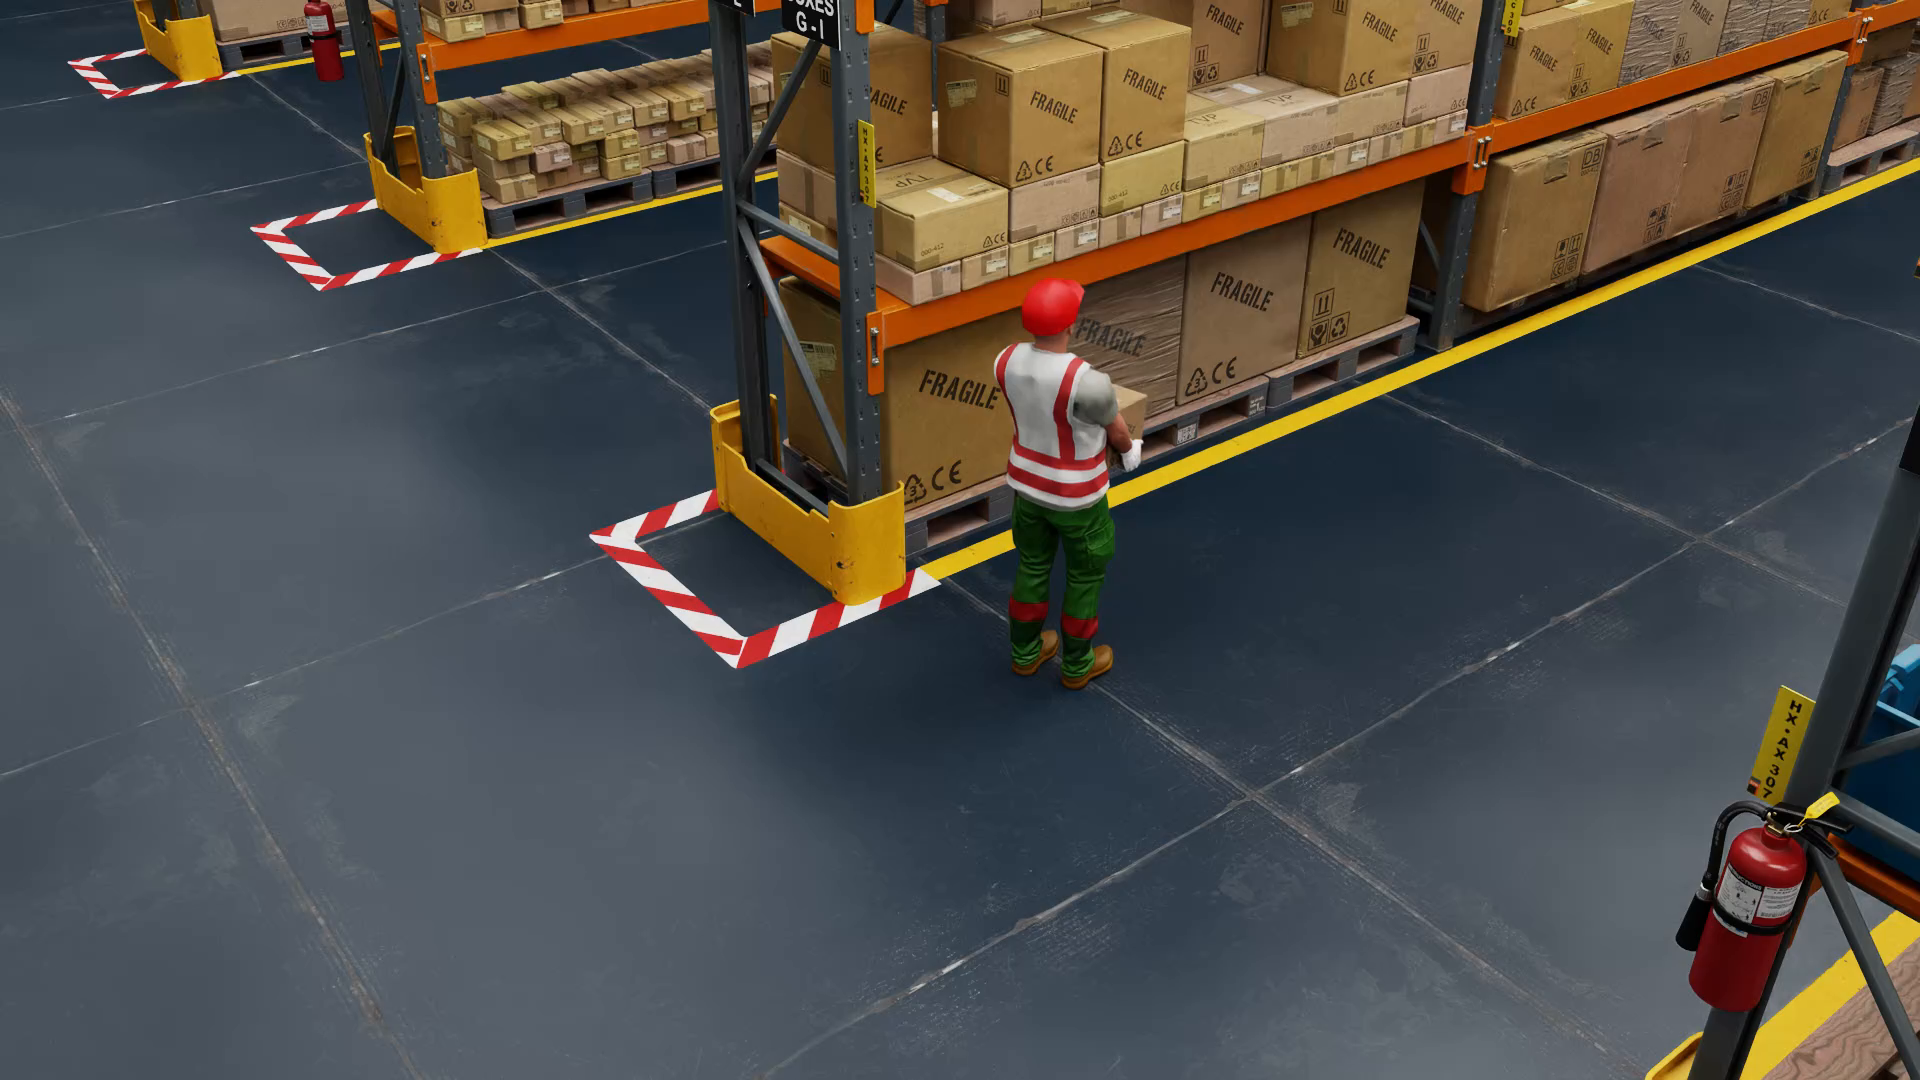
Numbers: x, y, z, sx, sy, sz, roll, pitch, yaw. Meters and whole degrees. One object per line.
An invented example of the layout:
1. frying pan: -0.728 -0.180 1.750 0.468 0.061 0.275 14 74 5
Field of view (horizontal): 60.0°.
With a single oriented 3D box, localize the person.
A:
1. person: 0.433 -0.243 6.511 0.494 1.782 0.573 22 38 31
